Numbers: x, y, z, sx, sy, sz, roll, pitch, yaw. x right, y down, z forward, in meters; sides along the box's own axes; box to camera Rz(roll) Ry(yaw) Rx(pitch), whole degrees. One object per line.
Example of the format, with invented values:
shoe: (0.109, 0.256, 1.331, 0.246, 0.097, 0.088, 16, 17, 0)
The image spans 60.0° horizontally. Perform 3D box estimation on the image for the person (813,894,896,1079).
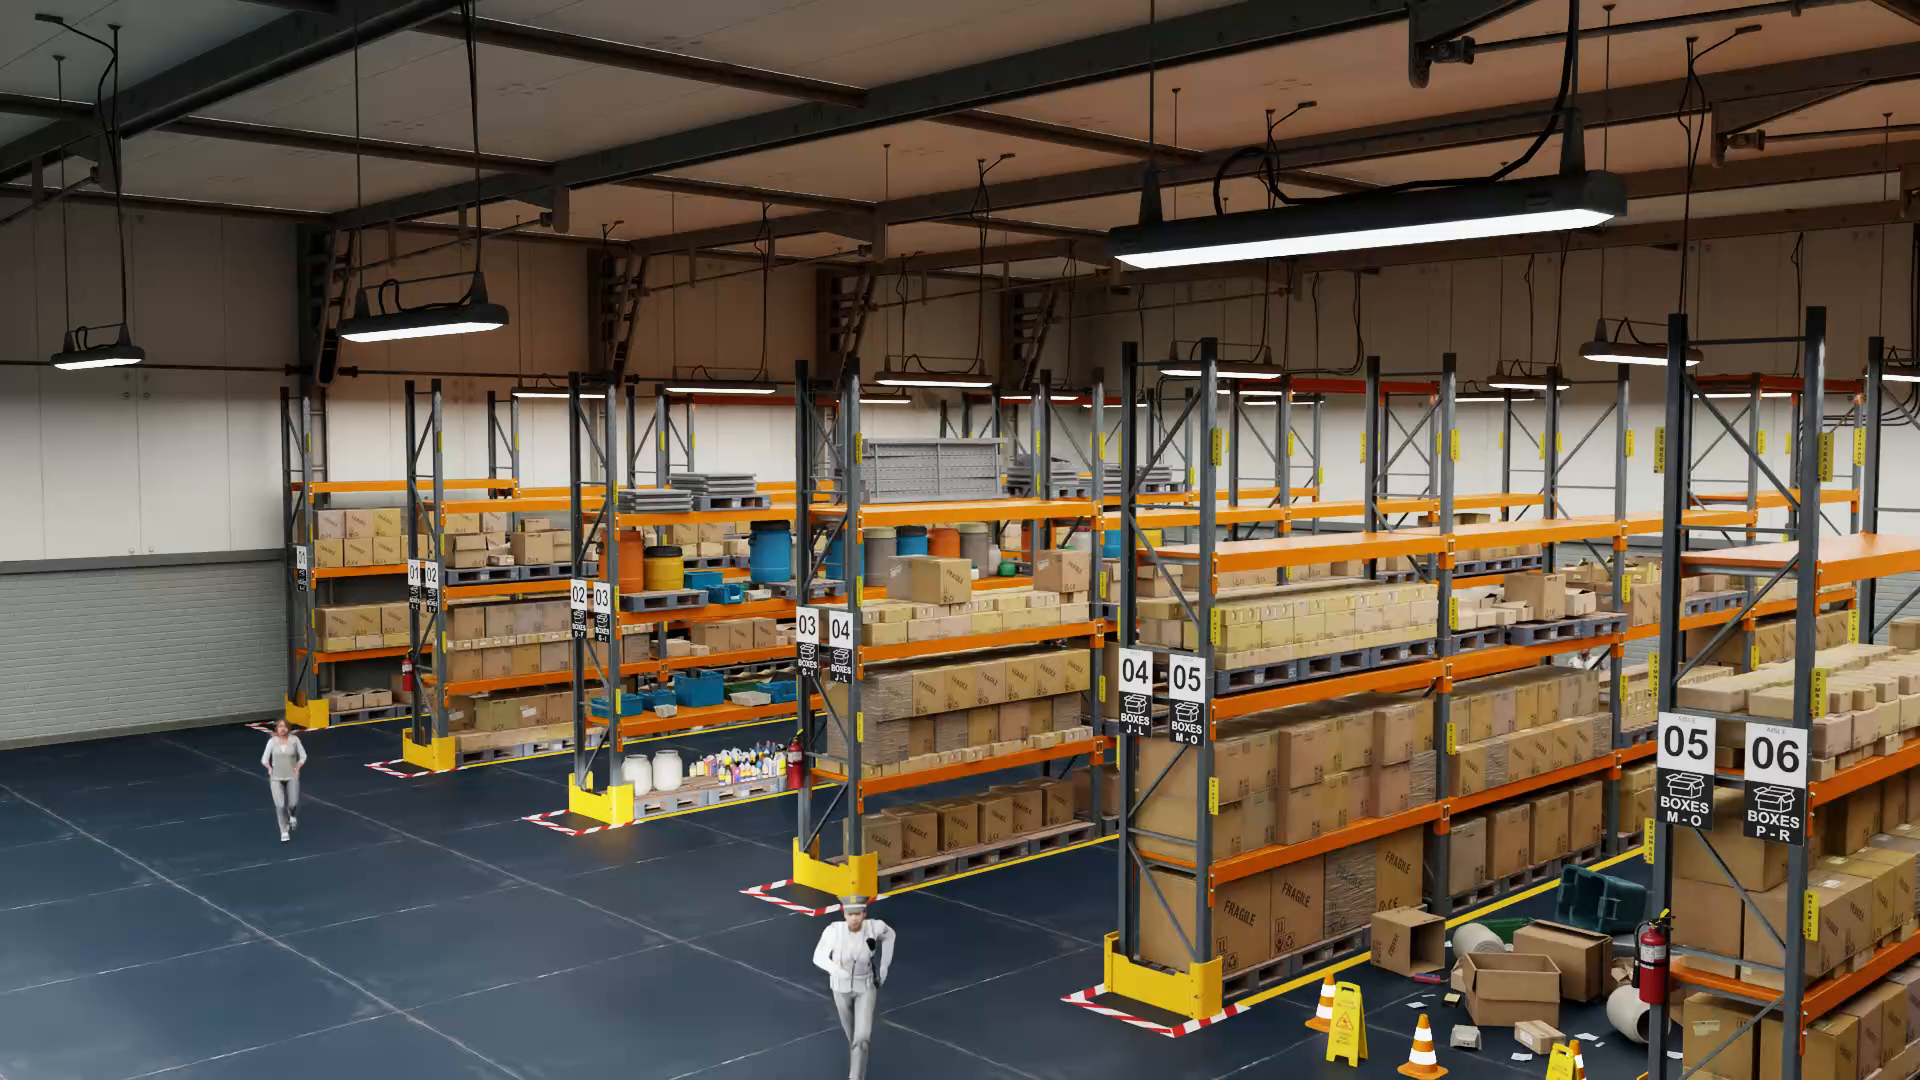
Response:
person: (-0.813, 3.516, 12.950, 0.612, 1.689, 0.992, 0, 4, 3)

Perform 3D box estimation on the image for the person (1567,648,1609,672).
person: (10.360, 2.509, 27.583, 0.662, 1.744, 0.996, 3, 4, 35)

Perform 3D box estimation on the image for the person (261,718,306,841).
person: (-8.597, 3.082, 21.156, 0.533, 1.459, 0.562, -1, 4, -21)

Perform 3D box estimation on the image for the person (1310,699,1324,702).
person: (4.859, 2.874, 22.136, 0.659, 1.787, 1.102, 3, 5, 40)
